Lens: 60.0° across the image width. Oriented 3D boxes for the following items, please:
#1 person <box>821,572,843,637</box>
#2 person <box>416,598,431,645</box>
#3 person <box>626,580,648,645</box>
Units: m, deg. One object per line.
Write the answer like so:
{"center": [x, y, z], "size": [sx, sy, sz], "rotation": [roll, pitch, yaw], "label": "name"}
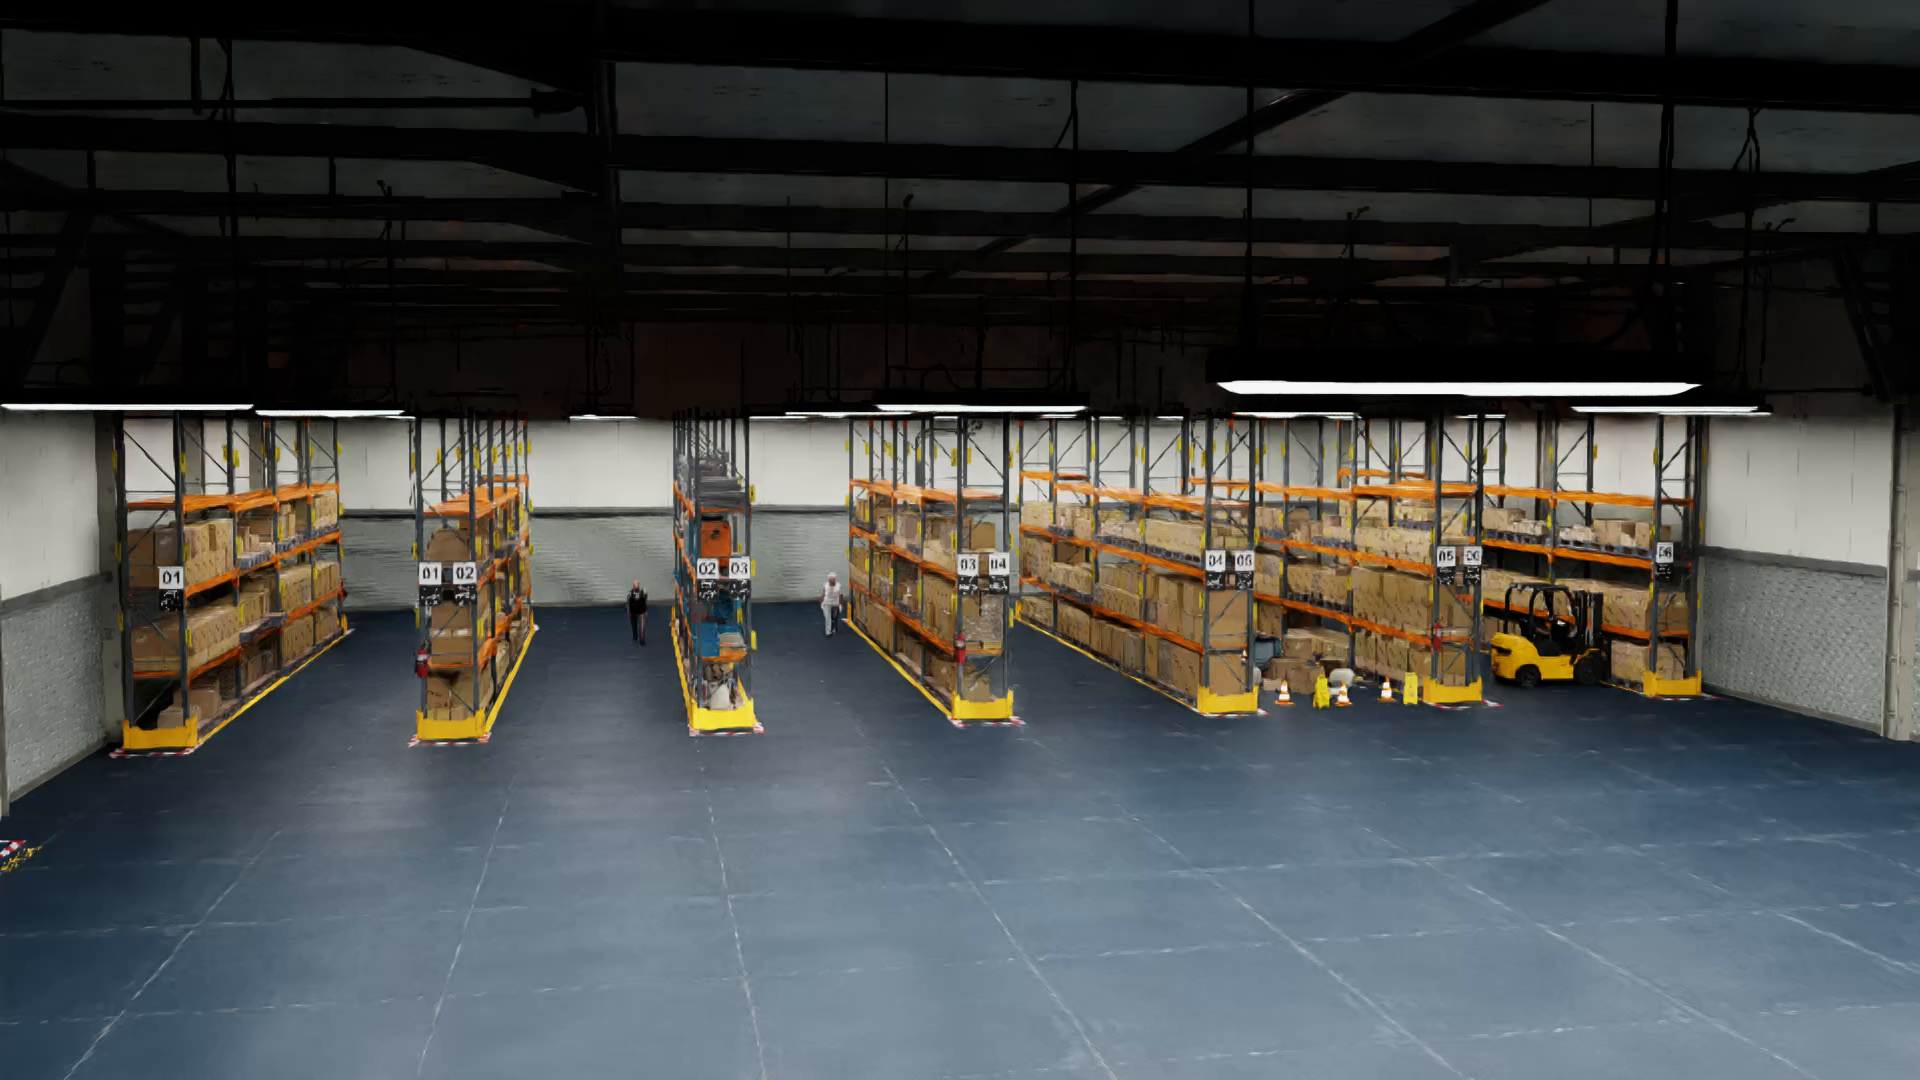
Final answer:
{"center": [-3.400, 1.702, 44.305], "size": [0.568, 1.703, 1.118], "rotation": [-1, 4, -8], "label": "person"}
{"center": [-13.518, 1.910, 42.320], "size": [0.639, 1.628, 0.506], "rotation": [-1, 4, -13], "label": "person"}
{"center": [-8.315, 1.848, 42.783], "size": [0.543, 1.648, 1.092], "rotation": [-1, 4, -9], "label": "person"}
